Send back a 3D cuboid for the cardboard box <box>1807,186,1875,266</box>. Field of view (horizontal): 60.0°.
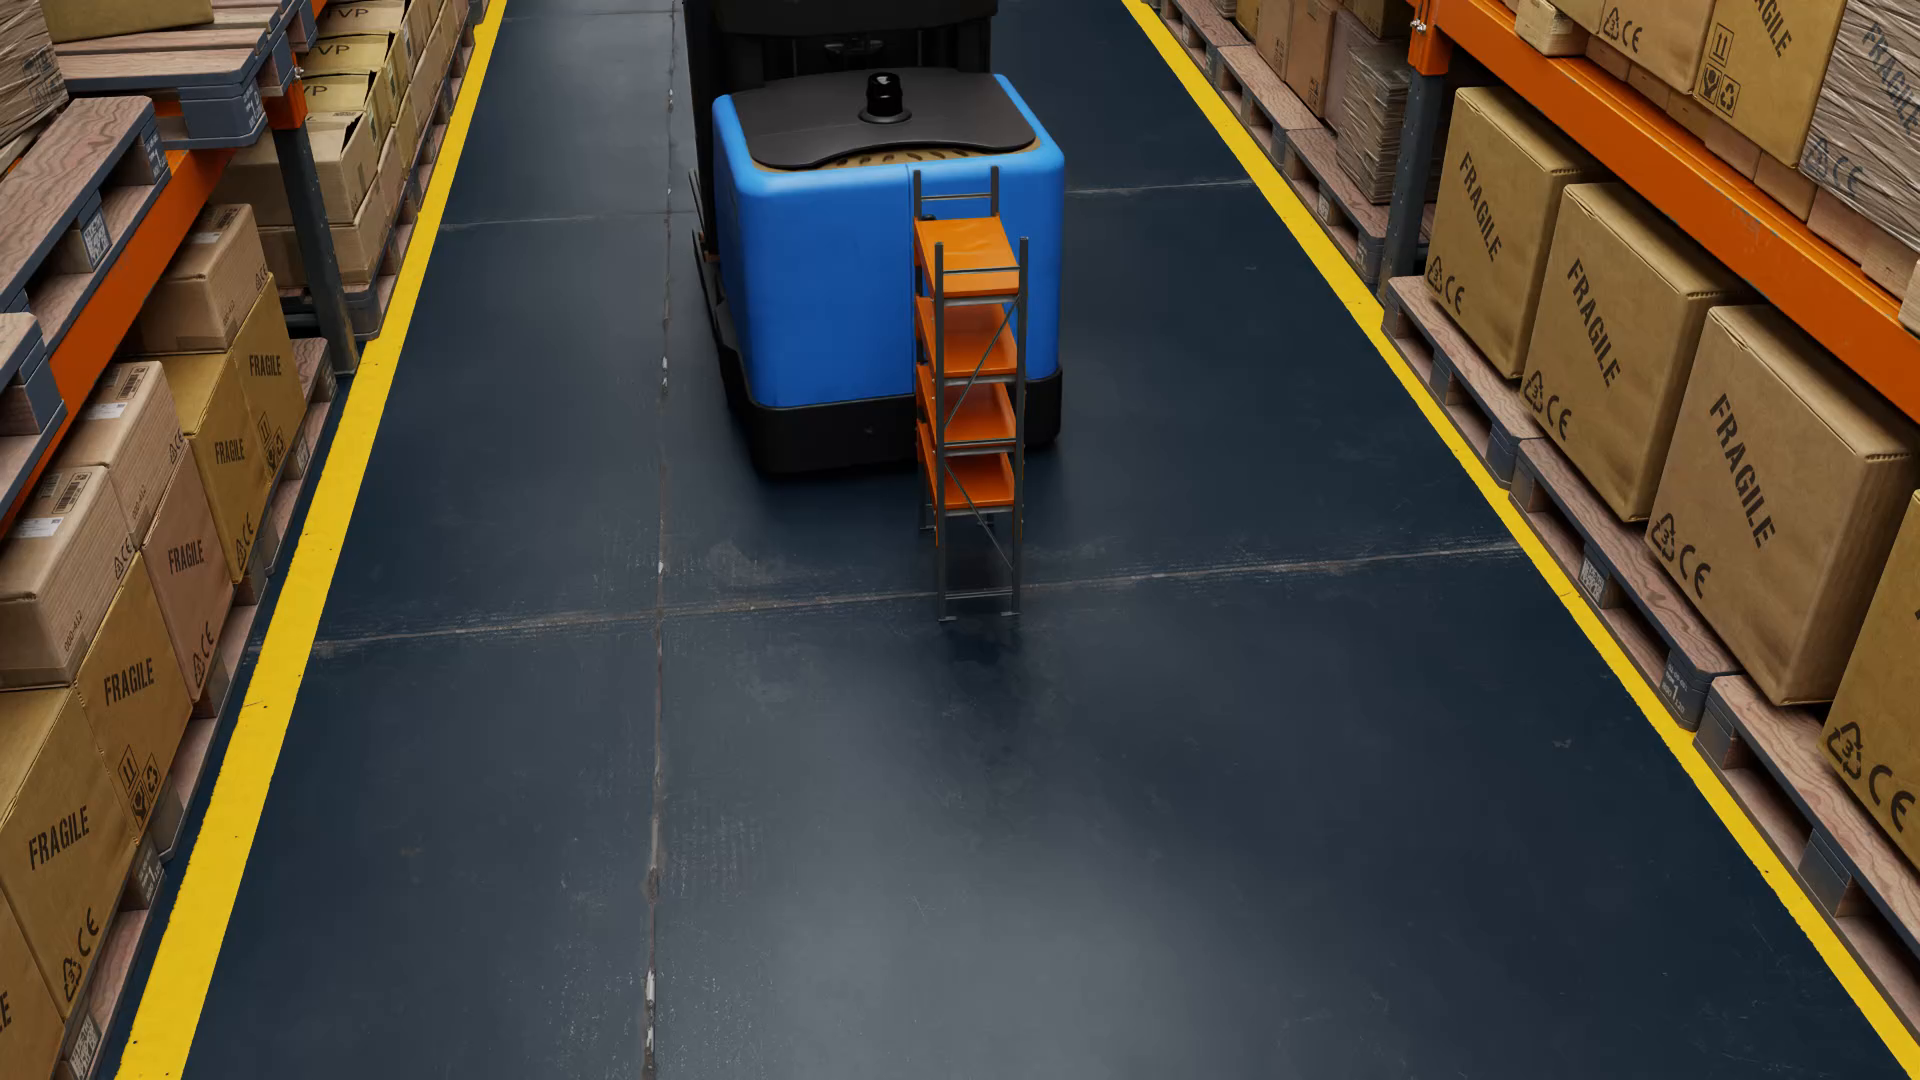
[{"bbox_3d":[2.257,-0.768,3.919,0.380,0.149,0.250,-5,35,-8],"label":"cardboard box"}]

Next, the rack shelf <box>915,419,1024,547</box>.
[{"bbox_3d":[0.022,-0.184,4.926,0.258,0.148,0.480,-4,35,-6],"label":"rack shelf"}]

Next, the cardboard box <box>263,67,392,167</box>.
[{"bbox_3d":[-2.594,-1.715,6.674,0.500,0.311,0.500,-5,35,-8],"label":"cardboard box"}]

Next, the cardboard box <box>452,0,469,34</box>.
[{"bbox_3d":[-2.931,-2.899,8.909,0.500,0.250,0.500,-5,35,-7],"label":"cardboard box"}]

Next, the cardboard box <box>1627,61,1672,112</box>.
[{"bbox_3d":[2.164,-1.348,4.770,0.380,0.149,0.250,-4,34,-5],"label":"cardboard box"}]

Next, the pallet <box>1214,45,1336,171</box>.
[{"bbox_3d":[1.908,-2.179,8.260,1.003,0.211,1.213,-4,35,-6],"label":"pallet"}]

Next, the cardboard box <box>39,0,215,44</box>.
[{"bbox_3d":[-2.540,-1.711,4.635,0.700,0.500,0.500,-16,37,-22],"label":"cardboard box"}]

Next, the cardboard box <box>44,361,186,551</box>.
[{"bbox_3d":[-2.224,-0.192,4.031,0.500,0.250,0.500,-5,35,-7],"label":"cardboard box"}]

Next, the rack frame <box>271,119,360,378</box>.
[{"bbox_3d":[-2.736,-1.839,5.285,1.000,3.000,0.127,-4,35,-6],"label":"rack frame"}]

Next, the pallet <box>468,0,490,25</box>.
[{"bbox_3d":[-3.339,-3.366,10.001,1.003,0.211,1.213,-4,35,-6],"label":"pallet"}]

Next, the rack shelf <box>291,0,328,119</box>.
[{"bbox_3d":[-3.005,-2.658,7.125,1.077,0.370,4.000,-4,35,-6],"label":"rack shelf"}]

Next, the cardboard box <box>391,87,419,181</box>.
[{"bbox_3d":[-2.660,-1.761,7.239,0.500,0.250,0.500,-5,35,-8],"label":"cardboard box"}]

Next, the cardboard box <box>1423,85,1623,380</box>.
[{"bbox_3d":[2.141,-1.081,5.709,0.750,0.750,0.750,-5,35,-7],"label":"cardboard box"}]

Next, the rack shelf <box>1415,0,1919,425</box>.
[{"bbox_3d":[2.441,-0.803,4.403,1.077,0.370,4.000,-4,35,-6],"label":"rack shelf"}]

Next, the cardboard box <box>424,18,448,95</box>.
[{"bbox_3d":[-2.795,-2.331,8.076,0.500,0.250,0.500,-4,34,-5],"label":"cardboard box"}]

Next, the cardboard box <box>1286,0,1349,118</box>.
[{"bbox_3d":[1.975,-2.334,7.841,0.700,0.500,0.500,-5,35,-7],"label":"cardboard box"}]

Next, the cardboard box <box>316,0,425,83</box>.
[{"bbox_3d":[-2.730,-2.287,7.512,0.500,0.311,0.500,-5,35,-7],"label":"cardboard box"}]

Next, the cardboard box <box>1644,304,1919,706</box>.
[{"bbox_3d":[2.372,-0.118,4.295,0.750,0.750,0.750,-3,34,-5],"label":"cardboard box"}]

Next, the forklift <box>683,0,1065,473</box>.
[{"bbox_3d":[-0.485,-2.254,5.955,1.130,2.935,3.031,-7,35,-11],"label":"forklift"}]

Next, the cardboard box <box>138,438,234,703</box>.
[{"bbox_3d":[-2.231,0.098,4.272,0.500,0.500,0.500,-6,35,-8],"label":"cardboard box"}]

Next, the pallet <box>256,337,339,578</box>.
[{"bbox_3d":[-2.673,-0.267,5.454,1.003,0.211,1.213,-4,35,-6],"label":"pallet"}]

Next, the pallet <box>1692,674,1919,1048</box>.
[{"bbox_3d":[2.532,0.743,3.972,1.003,0.211,1.213,-4,35,-6],"label":"pallet"}]

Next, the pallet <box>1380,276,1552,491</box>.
[{"bbox_3d":[2.204,-0.618,5.970,1.003,0.211,1.213,-4,35,-6],"label":"pallet"}]

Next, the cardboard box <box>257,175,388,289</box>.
[{"bbox_3d":[-2.515,-1.191,6.402,0.500,0.250,0.500,-4,35,-7],"label":"cardboard box"}]

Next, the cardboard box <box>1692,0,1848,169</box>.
[{"bbox_3d":[2.189,-1.238,4.033,0.500,0.500,0.500,-3,34,-5],"label":"cardboard box"}]

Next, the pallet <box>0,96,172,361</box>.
[{"bbox_3d":[-2.470,-0.675,3.747,1.003,0.211,1.213,-4,35,-6],"label":"pallet"}]

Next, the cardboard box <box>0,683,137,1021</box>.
[{"bbox_3d":[-2.104,0.659,3.448,0.500,0.500,0.500,-4,34,-6],"label":"cardboard box"}]

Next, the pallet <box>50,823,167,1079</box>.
[{"bbox_3d":[-2.345,1.095,3.457,1.003,0.211,1.213,-4,35,-6],"label":"pallet"}]

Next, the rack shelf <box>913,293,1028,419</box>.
[{"bbox_3d":[0.022,-0.533,4.688,0.258,0.148,0.480,-4,35,-6],"label":"rack shelf"}]

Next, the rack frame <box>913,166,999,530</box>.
[{"bbox_3d":[-0.011,-0.540,4.976,0.240,1.200,0.015,-4,35,-6],"label":"rack frame"}]

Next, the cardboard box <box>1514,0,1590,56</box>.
[{"bbox_3d":[1.964,-1.623,5.174,0.380,0.149,0.250,-3,34,-5],"label":"cardboard box"}]

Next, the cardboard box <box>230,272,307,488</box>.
[{"bbox_3d":[-2.377,-0.484,5.125,0.500,0.500,0.500,-3,34,-5],"label":"cardboard box"}]

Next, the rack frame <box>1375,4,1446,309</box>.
[{"bbox_3d":[2.172,-2.216,5.838,1.000,3.000,0.127,-4,35,-6],"label":"rack frame"}]

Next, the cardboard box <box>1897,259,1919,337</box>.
[{"bbox_3d":[2.243,-0.486,3.504,0.380,0.149,0.250,-4,35,-6],"label":"cardboard box"}]

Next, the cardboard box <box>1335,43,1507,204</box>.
[{"bbox_3d":[2.024,-1.763,7.002,0.700,0.500,0.500,-4,34,-6],"label":"cardboard box"}]

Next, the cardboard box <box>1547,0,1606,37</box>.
[{"bbox_3d":[2.045,-1.805,4.865,0.500,0.500,0.500,-3,34,-5],"label":"cardboard box"}]

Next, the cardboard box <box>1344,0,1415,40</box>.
[{"bbox_3d":[2.009,-2.396,7.265,0.500,0.250,0.500,-4,34,-5],"label":"cardboard box"}]

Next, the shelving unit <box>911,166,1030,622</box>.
[{"bbox_3d":[0.022,-0.403,4.777,0.258,1.200,0.503,-4,35,-6],"label":"shelving unit"}]

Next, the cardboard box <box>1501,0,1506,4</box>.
[{"bbox_3d":[1.987,-1.919,5.608,0.380,0.149,0.250,-5,35,-7],"label":"cardboard box"}]

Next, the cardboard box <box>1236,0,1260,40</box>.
[{"bbox_3d":[1.869,-2.903,8.675,0.700,0.500,0.500,-5,35,-7],"label":"cardboard box"}]

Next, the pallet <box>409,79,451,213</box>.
[{"bbox_3d":[-2.969,-1.828,7.745,1.003,0.211,1.213,-4,35,-6],"label":"pallet"}]

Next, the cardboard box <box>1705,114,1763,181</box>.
[{"bbox_3d":[2.204,-1.064,4.353,0.380,0.149,0.250,-4,34,-6],"label":"cardboard box"}]

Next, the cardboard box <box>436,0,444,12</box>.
[{"bbox_3d":[-2.859,-2.846,8.333,0.500,0.311,0.500,-3,34,-5],"label":"cardboard box"}]
